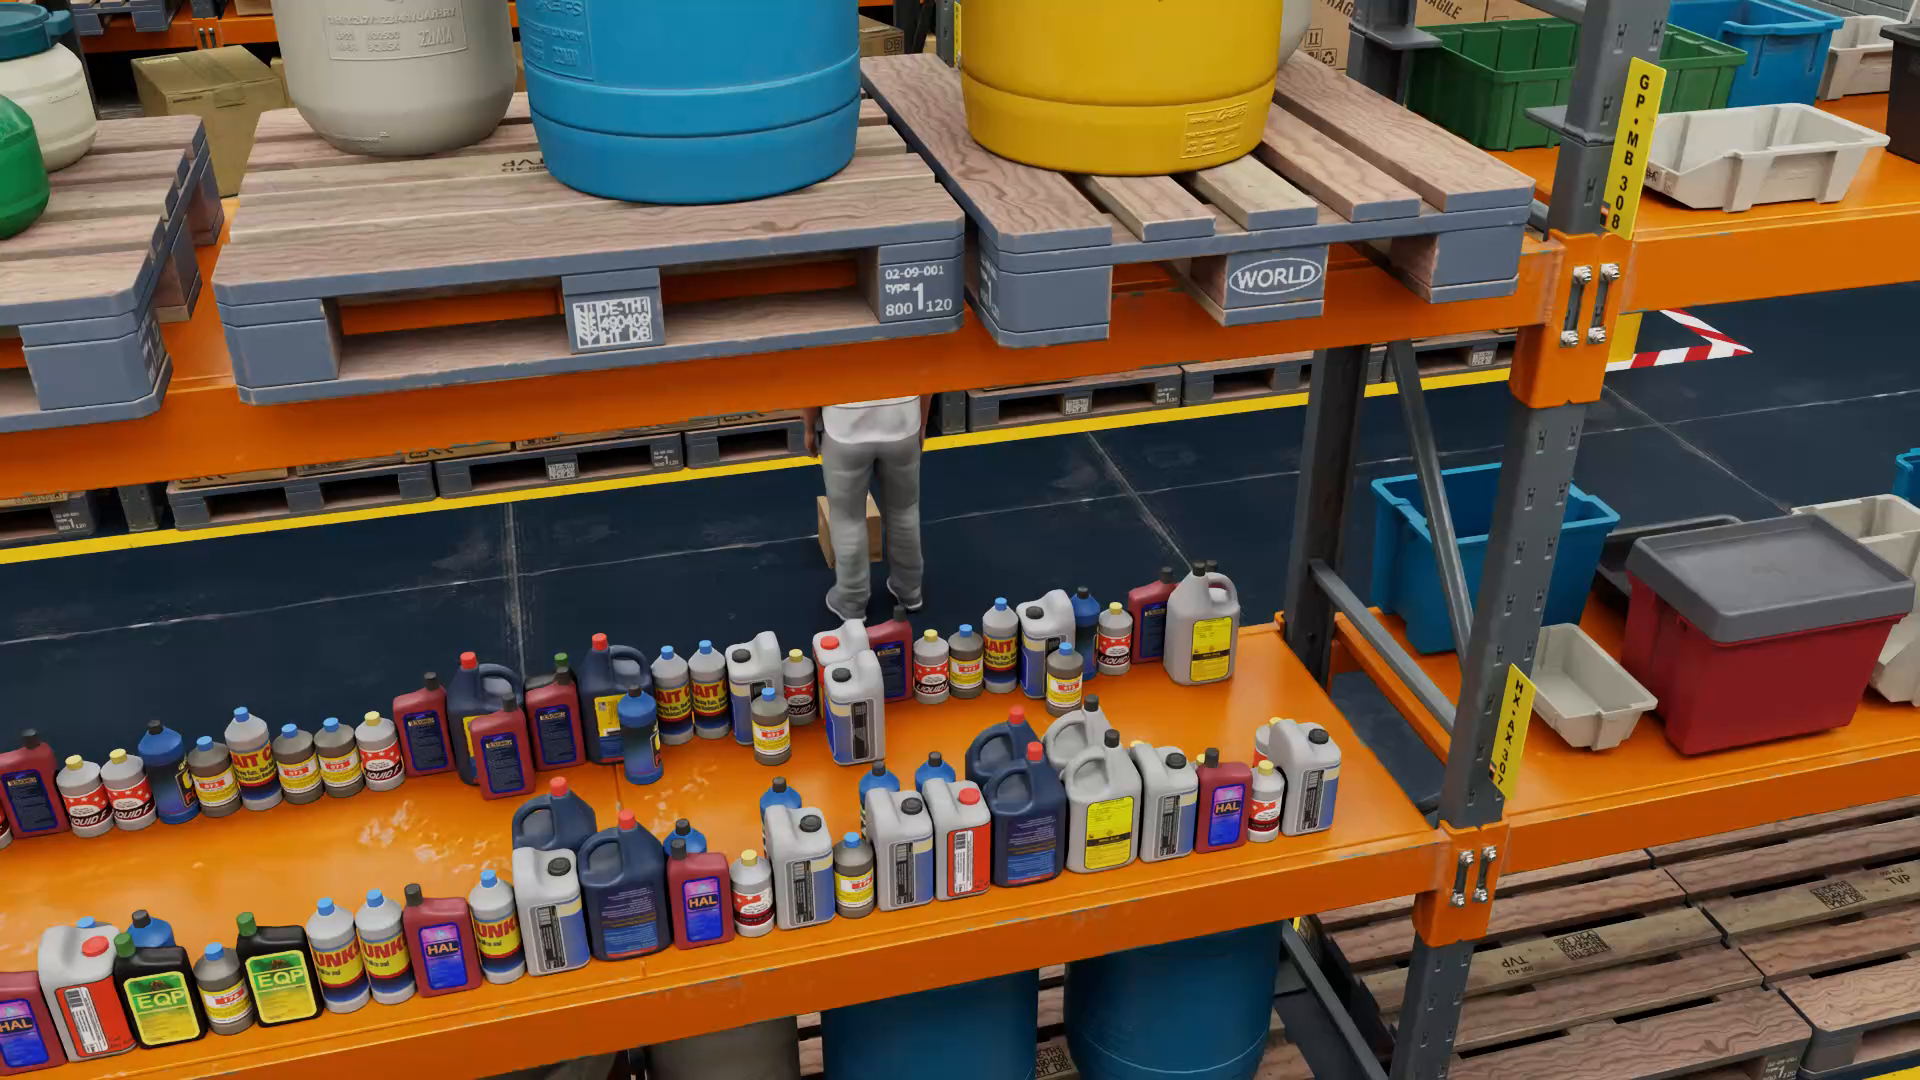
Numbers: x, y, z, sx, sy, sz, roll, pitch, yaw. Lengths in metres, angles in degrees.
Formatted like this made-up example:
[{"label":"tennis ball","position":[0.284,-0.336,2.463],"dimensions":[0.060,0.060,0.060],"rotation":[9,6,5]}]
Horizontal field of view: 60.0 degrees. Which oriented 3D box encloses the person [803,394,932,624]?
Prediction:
[{"label":"person","position":[-0.390,-0.469,6.932],"dimensions":[0.542,1.768,0.416],"rotation":[-7,31,-12]}]
